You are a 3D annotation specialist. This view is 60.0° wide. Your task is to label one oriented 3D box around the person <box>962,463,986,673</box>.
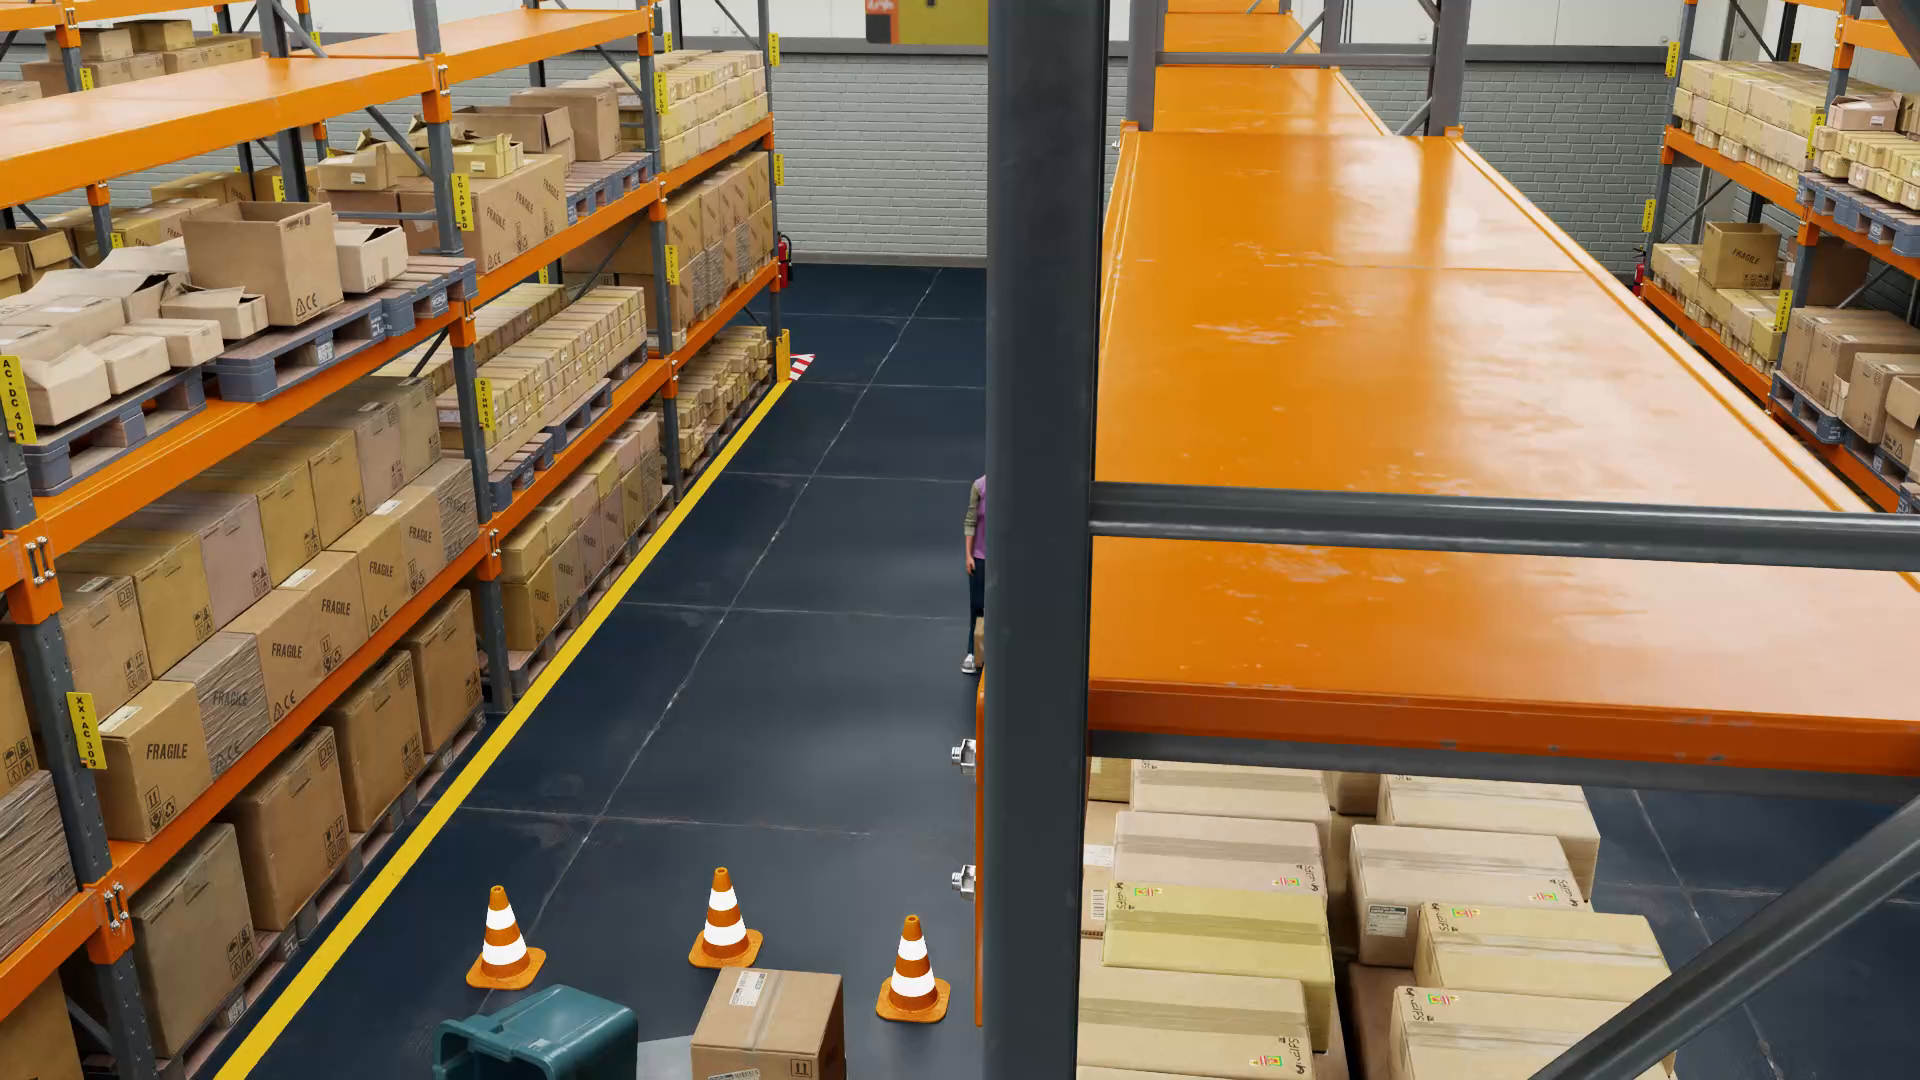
[{"bbox_3d":[0.250,0.125,11.154,0.456,1.596,0.342,2,22,5],"label":"person"}]
